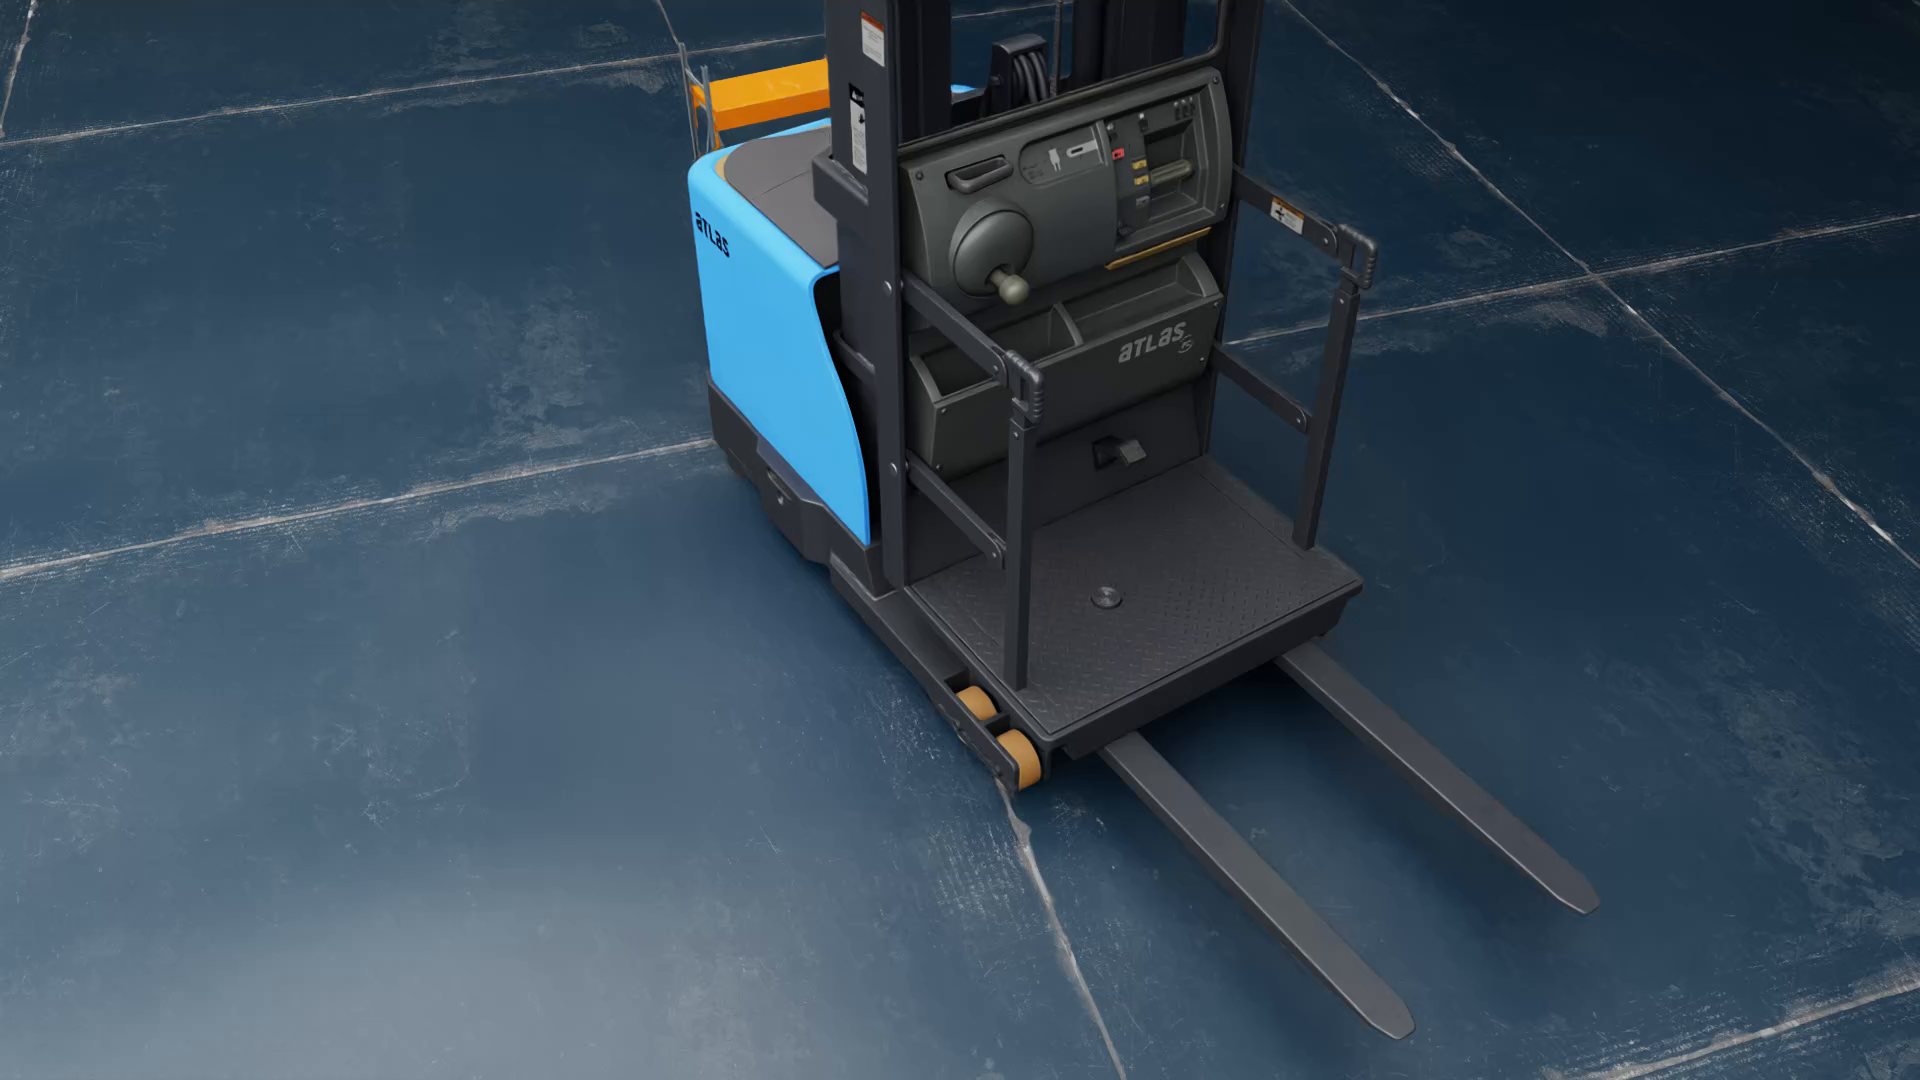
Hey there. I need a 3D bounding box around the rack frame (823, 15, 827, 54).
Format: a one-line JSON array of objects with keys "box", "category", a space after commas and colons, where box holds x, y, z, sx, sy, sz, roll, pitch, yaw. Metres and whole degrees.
[{"box": [-0.363, -1.154, 5.644, 0.015, 1.200, 0.240, -18, 39, -19], "category": "rack frame"}]

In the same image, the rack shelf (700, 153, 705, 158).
[{"box": [-0.588, -1.209, 5.470, 0.480, 0.148, 0.258, -18, 39, -19], "category": "rack shelf"}]

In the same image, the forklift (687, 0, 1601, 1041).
[{"box": [0.407, -0.788, 3.924, 1.130, 2.935, 3.031, -23, 46, -24], "category": "forklift"}]

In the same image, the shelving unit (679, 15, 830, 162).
[{"box": [-0.583, -1.084, 5.564, 0.503, 1.200, 0.258, -18, 39, -19], "category": "shelving unit"}]

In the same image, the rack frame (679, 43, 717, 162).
[{"box": [-0.803, -1.015, 5.485, 0.015, 1.200, 0.240, -18, 39, -19], "category": "rack frame"}]

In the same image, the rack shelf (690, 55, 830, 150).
[{"box": [-0.597, -1.398, 5.328, 0.480, 0.148, 0.258, -18, 39, -19], "category": "rack shelf"}]
